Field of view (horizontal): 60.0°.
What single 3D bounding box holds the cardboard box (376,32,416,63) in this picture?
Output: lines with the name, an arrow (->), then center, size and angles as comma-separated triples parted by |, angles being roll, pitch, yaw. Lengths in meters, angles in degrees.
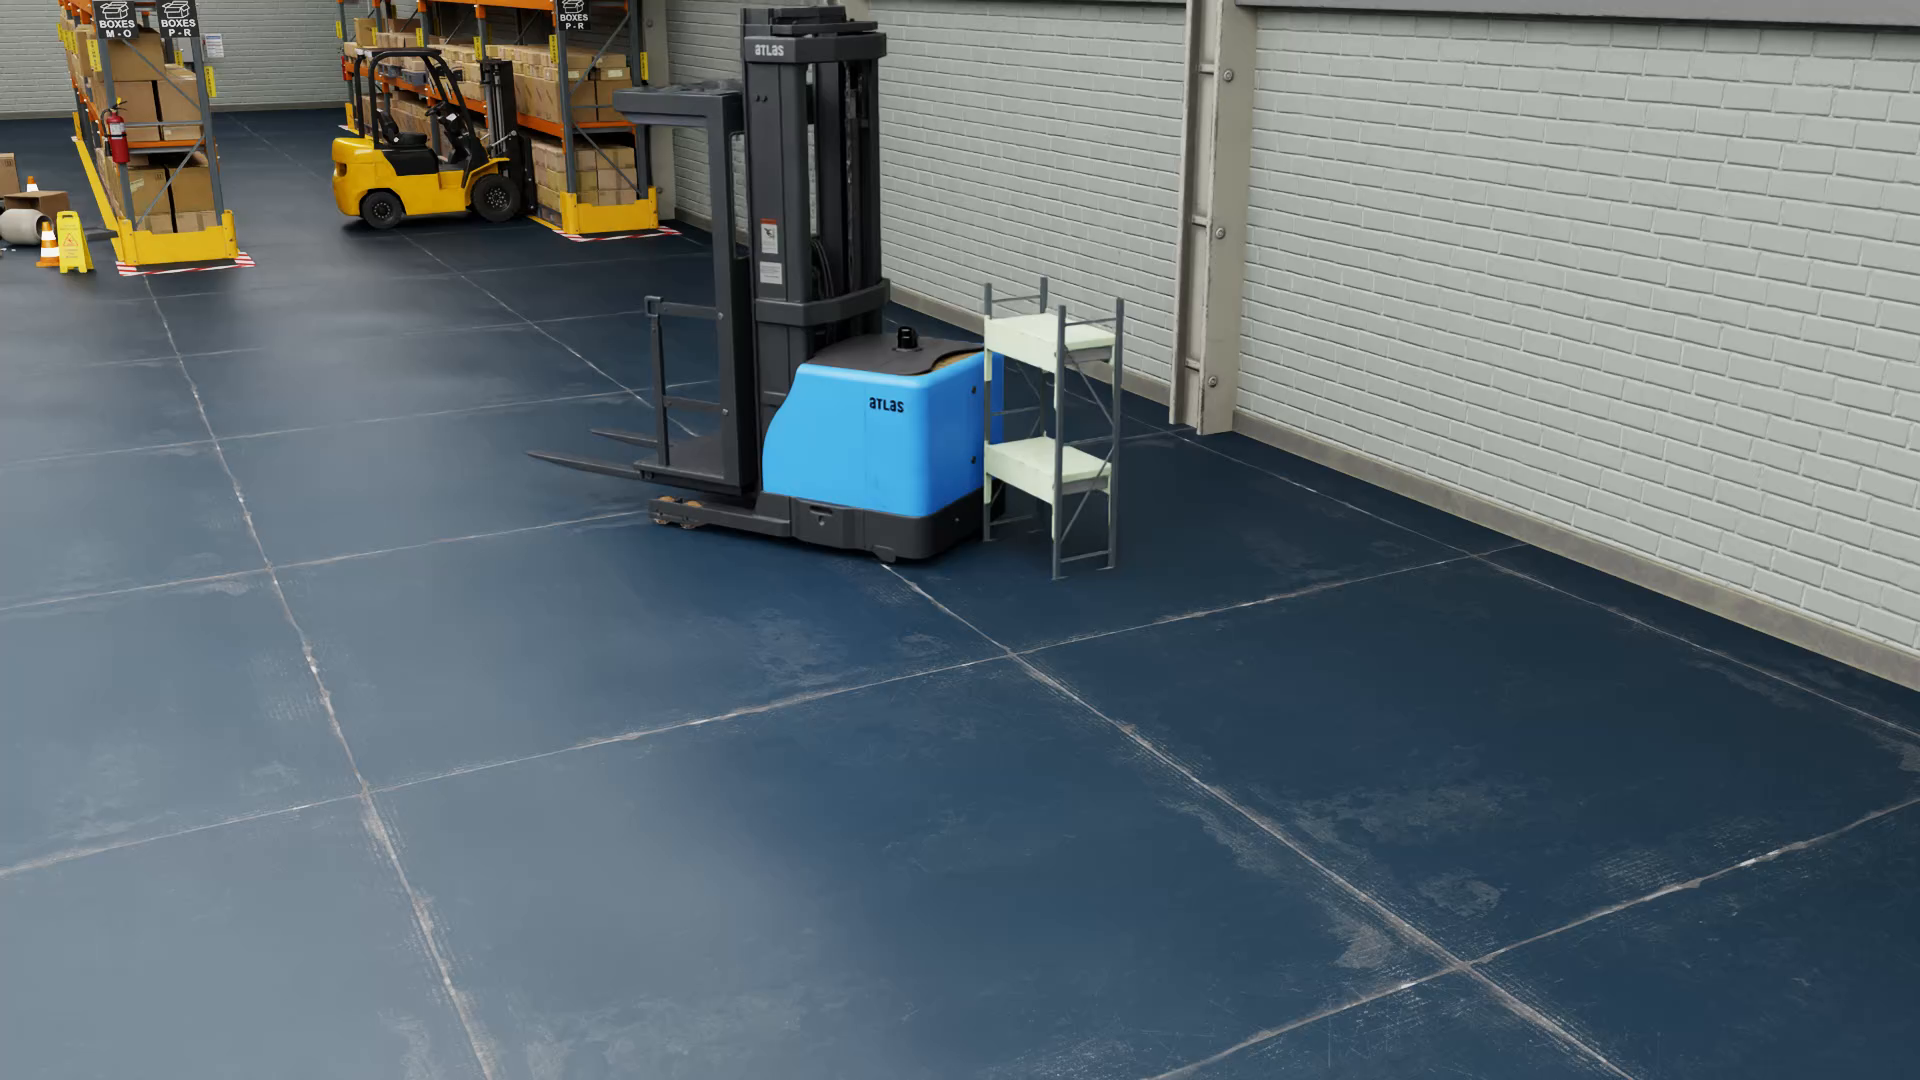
cardboard box -> -10.079, -8.863, 29.920 | 0.700, 0.500, 0.500 | -9, 21, -25

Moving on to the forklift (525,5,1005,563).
forklift -> -1.274, -1.586, 9.735 | 3.031, 2.935, 1.130 | 10, 21, 27

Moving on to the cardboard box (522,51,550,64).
cardboard box -> -5.463, -6.261, 21.574 | 0.380, 0.149, 0.250 | -10, 21, -26

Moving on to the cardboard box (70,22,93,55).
cardboard box -> -13.770, -7.936, 26.345 | 0.500, 0.500, 0.500 | -10, 22, -28

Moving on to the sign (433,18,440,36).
sign -> -9.625, -9.425, 30.571 | 0.100, 0.325, 0.005 | -10, 21, -27

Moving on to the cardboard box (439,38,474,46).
cardboard box -> -8.319, -8.060, 27.593 | 0.500, 0.500, 0.500 | -9, 21, -24

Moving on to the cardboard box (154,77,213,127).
cardboard box -> -8.761, -4.942, 18.747 | 0.500, 0.500, 0.500 | -10, 22, -27

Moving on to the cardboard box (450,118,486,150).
cardboard box -> -7.611, -6.351, 26.433 | 0.875, 0.625, 0.625 | -9, 21, -25

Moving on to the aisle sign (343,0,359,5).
aisle sign -> -12.302, -11.142, 33.336 | 0.394, 0.787, 0.004 | -10, 21, -27

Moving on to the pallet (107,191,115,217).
pallet -> -11.051, -4.629, 22.723 | 1.003, 0.211, 1.213 | -10, 21, -27

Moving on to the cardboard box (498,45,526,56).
cardboard box -> -6.203, -6.792, 23.114 | 0.380, 0.149, 0.250 | -10, 21, -26

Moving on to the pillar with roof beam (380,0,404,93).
pillar with roof beam -> -16.287, -13.021, 33.572 | 9.100, 9.000, 0.400 | -10, 21, -27

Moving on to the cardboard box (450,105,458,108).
cardboard box -> -8.691, -7.463, 28.854 | 0.380, 0.149, 0.250 | -10, 22, -28

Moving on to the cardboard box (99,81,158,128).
cardboard box -> -9.280, -4.877, 18.556 | 0.500, 0.500, 0.500 | -10, 22, -28

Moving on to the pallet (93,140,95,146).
pallet -> -14.771, -6.933, 29.399 | 1.003, 0.211, 1.213 | -10, 21, -27

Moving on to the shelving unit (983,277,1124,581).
shelving unit -> 0.495, -0.625, 9.144 | 0.431, 1.500, 0.755 | -11, 22, -28

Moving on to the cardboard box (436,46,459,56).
cardboard box -> -8.048, -7.713, 26.236 | 0.380, 0.149, 0.250 | -9, 21, -25

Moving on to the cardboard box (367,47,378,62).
cardboard box -> -10.819, -9.110, 31.208 | 0.500, 0.250, 0.500 | -10, 21, -26

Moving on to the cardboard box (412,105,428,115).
cardboard box -> -9.275, -7.453, 28.826 | 0.380, 0.149, 0.250 | -11, 22, -29

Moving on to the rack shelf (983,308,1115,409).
rack shelf -> 0.495, -0.994, 9.016 | 0.431, 0.370, 0.720 | -11, 22, -28

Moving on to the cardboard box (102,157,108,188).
cardboard box -> -11.607, -5.236, 23.590 | 0.950, 0.372, 0.625 | -9, 21, -25

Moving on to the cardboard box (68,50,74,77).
cardboard box -> -15.424, -8.450, 29.368 | 0.500, 0.500, 0.500 | -10, 22, -27

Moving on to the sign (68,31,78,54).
sign -> -13.066, -7.333, 24.508 | 0.100, 0.325, 0.005 | -10, 21, -27

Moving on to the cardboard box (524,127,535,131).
cardboard box -> -5.909, -5.754, 23.746 | 0.500, 0.250, 0.500 | -10, 21, -26

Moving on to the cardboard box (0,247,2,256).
cardboard box -> -11.180, -3.291, 18.941 | 0.380, 0.149, 0.250 | 1, 19, 2

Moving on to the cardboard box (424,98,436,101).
cardboard box -> -9.554, -7.978, 30.348 | 0.380, 0.149, 0.250 | -10, 21, -27

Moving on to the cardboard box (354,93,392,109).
cardboard box -> -11.804, -8.767, 33.622 | 0.797, 0.503, 0.637 | -11, 22, -29

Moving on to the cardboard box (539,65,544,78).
cardboard box -> -5.149, -5.981, 21.219 | 0.380, 0.149, 0.250 | -10, 21, -27

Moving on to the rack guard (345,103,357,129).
rack guard -> -11.975, -8.735, 34.180 | 1.175, 0.500, 0.348 | -10, 21, -27

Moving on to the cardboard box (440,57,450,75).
cardboard box -> -7.747, -7.345, 25.783 | 0.500, 0.250, 0.500 | -11, 22, -28

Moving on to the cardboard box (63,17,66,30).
cardboard box -> -15.429, -8.925, 29.210 | 0.500, 0.500, 0.500 | -10, 21, -26

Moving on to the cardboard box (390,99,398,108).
cardboard box -> -10.176, -7.970, 30.323 | 0.380, 0.149, 0.250 | -9, 21, -24

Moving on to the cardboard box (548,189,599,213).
cardboard box -> -4.915, -4.330, 21.153 | 0.500, 0.250, 0.500 | -10, 21, -26

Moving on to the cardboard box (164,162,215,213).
cardboard box -> -8.932, -4.110, 19.366 | 0.500, 0.500, 0.500 | -11, 22, -28

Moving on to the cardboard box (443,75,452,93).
cardboard box -> -7.732, -7.114, 25.879 | 0.500, 0.250, 0.500 | -11, 22, -28

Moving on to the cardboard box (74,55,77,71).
cardboard box -> -13.787, -7.577, 26.454 | 0.500, 0.250, 0.500 | -11, 22, -28

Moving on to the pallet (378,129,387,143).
pallet -> -10.437, -7.669, 31.534 | 1.003, 0.211, 1.213 | -10, 21, -27

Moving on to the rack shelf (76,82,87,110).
rack shelf -> -13.529, -7.106, 26.730 | 1.077, 0.370, 4.000 | -10, 21, -27

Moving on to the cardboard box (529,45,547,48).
cardboard box -> -5.813, -6.865, 23.324 | 0.380, 0.149, 0.250 | -11, 22, -28

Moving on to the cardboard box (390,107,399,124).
cardboard box -> -10.080, -7.634, 30.343 | 0.500, 0.500, 0.500 | -9, 21, -24

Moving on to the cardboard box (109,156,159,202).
cardboard box -> -9.874, -4.314, 19.956 | 0.500, 0.500, 0.500 | -11, 22, -28

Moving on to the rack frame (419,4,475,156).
rack frame -> -8.212, -7.642, 27.180 | 1.000, 3.000, 0.127 | -10, 21, -27

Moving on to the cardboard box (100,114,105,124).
cardboard box -> -10.213, -5.096, 20.187 | 0.380, 0.149, 0.250 | -10, 21, -26

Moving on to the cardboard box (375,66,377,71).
cardboard box -> -10.773, -8.866, 31.113 | 0.380, 0.149, 0.250 | -9, 21, -25

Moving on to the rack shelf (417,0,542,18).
rack shelf -> -7.263, -8.146, 25.144 | 1.077, 0.370, 4.000 | -10, 21, -27

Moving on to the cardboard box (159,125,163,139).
cardboard box -> -8.892, -4.657, 18.913 | 0.380, 0.149, 0.250 | -10, 21, -26

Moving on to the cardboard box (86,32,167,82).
cardboard box -> -9.215, -5.349, 18.392 | 0.700, 0.500, 0.500 | -11, 22, -28

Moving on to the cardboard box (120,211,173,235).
cardboard box -> -9.412, -3.672, 19.245 | 0.500, 0.250, 0.500 | -10, 21, -27

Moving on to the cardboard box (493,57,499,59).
cardboard box -> -6.269, -6.641, 23.132 | 0.380, 0.149, 0.250 | -9, 21, -25

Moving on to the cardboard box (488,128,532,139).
cardboard box -> -6.359, -5.678, 23.526 | 0.500, 0.250, 0.500 | -10, 22, -27

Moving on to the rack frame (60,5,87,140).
rack frame -> -16.378, -9.169, 31.604 | 1.000, 3.000, 0.127 | -10, 21, -27
